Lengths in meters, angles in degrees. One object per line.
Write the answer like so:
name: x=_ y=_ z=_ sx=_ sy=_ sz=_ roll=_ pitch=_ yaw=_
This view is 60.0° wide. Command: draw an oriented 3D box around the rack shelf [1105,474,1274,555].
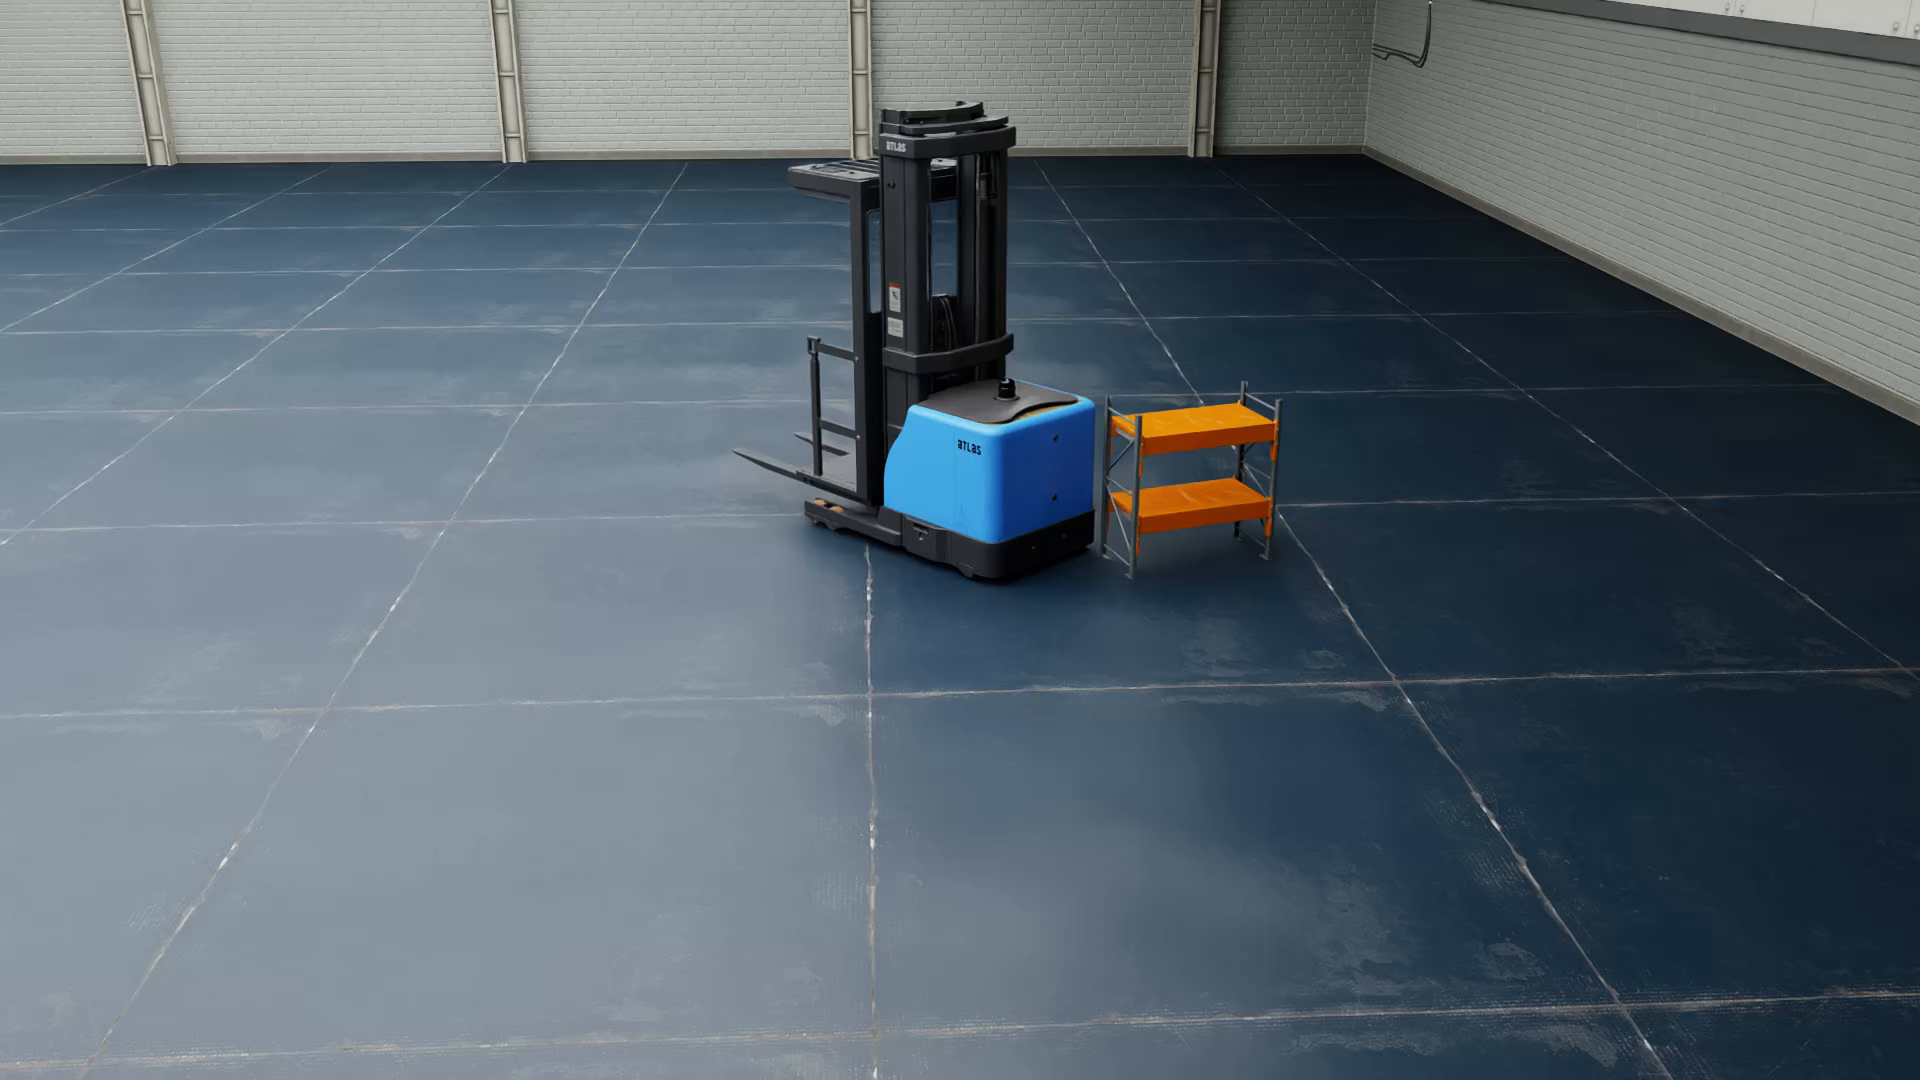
rack shelf: x=1.533 y=-0.178 z=11.195 sx=1.000 sy=0.278 sz=0.538 roll=-7 pitch=22 yaw=-19

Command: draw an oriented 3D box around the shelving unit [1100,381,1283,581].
shelving unit: x=1.533 y=-0.407 z=11.108 sx=1.048 sy=1.125 sz=0.538 roll=-7 pitch=22 yaw=-19

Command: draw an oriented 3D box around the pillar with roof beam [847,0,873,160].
pillar with roof beam: x=-1.479 y=-9.379 z=23.609 sx=0.400 sy=9.000 sz=9.100 roll=-1 pitch=21 yaw=-3

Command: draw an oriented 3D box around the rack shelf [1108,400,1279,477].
rack shelf: x=1.533 y=-0.680 z=11.004 sx=1.000 sy=0.278 sz=0.538 roll=-7 pitch=22 yaw=-19

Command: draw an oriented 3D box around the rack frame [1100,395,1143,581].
rack frame: x=1.056 y=-0.344 z=10.943 sx=0.032 sy=1.125 sz=0.500 roll=-7 pitch=22 yaw=-19

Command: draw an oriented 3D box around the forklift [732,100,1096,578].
forklift: x=-0.469 y=-1.556 z=11.587 sx=1.130 sy=2.935 sz=3.031 roll=-19 pitch=28 yaw=-41

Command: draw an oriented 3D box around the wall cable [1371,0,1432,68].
wall cable: x=7.282 y=-9.169 z=27.422 sx=0.112 sy=2.526 sz=3.097 roll=-1 pitch=21 yaw=-3

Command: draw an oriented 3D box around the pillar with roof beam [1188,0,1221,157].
pillar with roof beam: x=4.512 y=-9.501 z=23.929 sx=0.400 sy=9.000 sz=9.100 roll=-1 pitch=21 yaw=-3

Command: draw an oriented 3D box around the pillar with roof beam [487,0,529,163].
pillar with roof beam: x=-7.469 y=-9.258 z=23.289 sx=0.400 sy=9.000 sz=9.100 roll=-1 pitch=21 yaw=-3

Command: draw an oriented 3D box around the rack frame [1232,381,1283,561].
rack frame: x=2.010 y=-0.469 z=11.273 sx=0.032 sy=1.125 sz=0.500 roll=-7 pitch=22 yaw=-19

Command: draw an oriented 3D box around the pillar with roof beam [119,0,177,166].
pillar with roof beam: x=-13.459 y=-9.136 z=22.969 sx=0.400 sy=9.000 sz=9.100 roll=-1 pitch=21 yaw=-3
